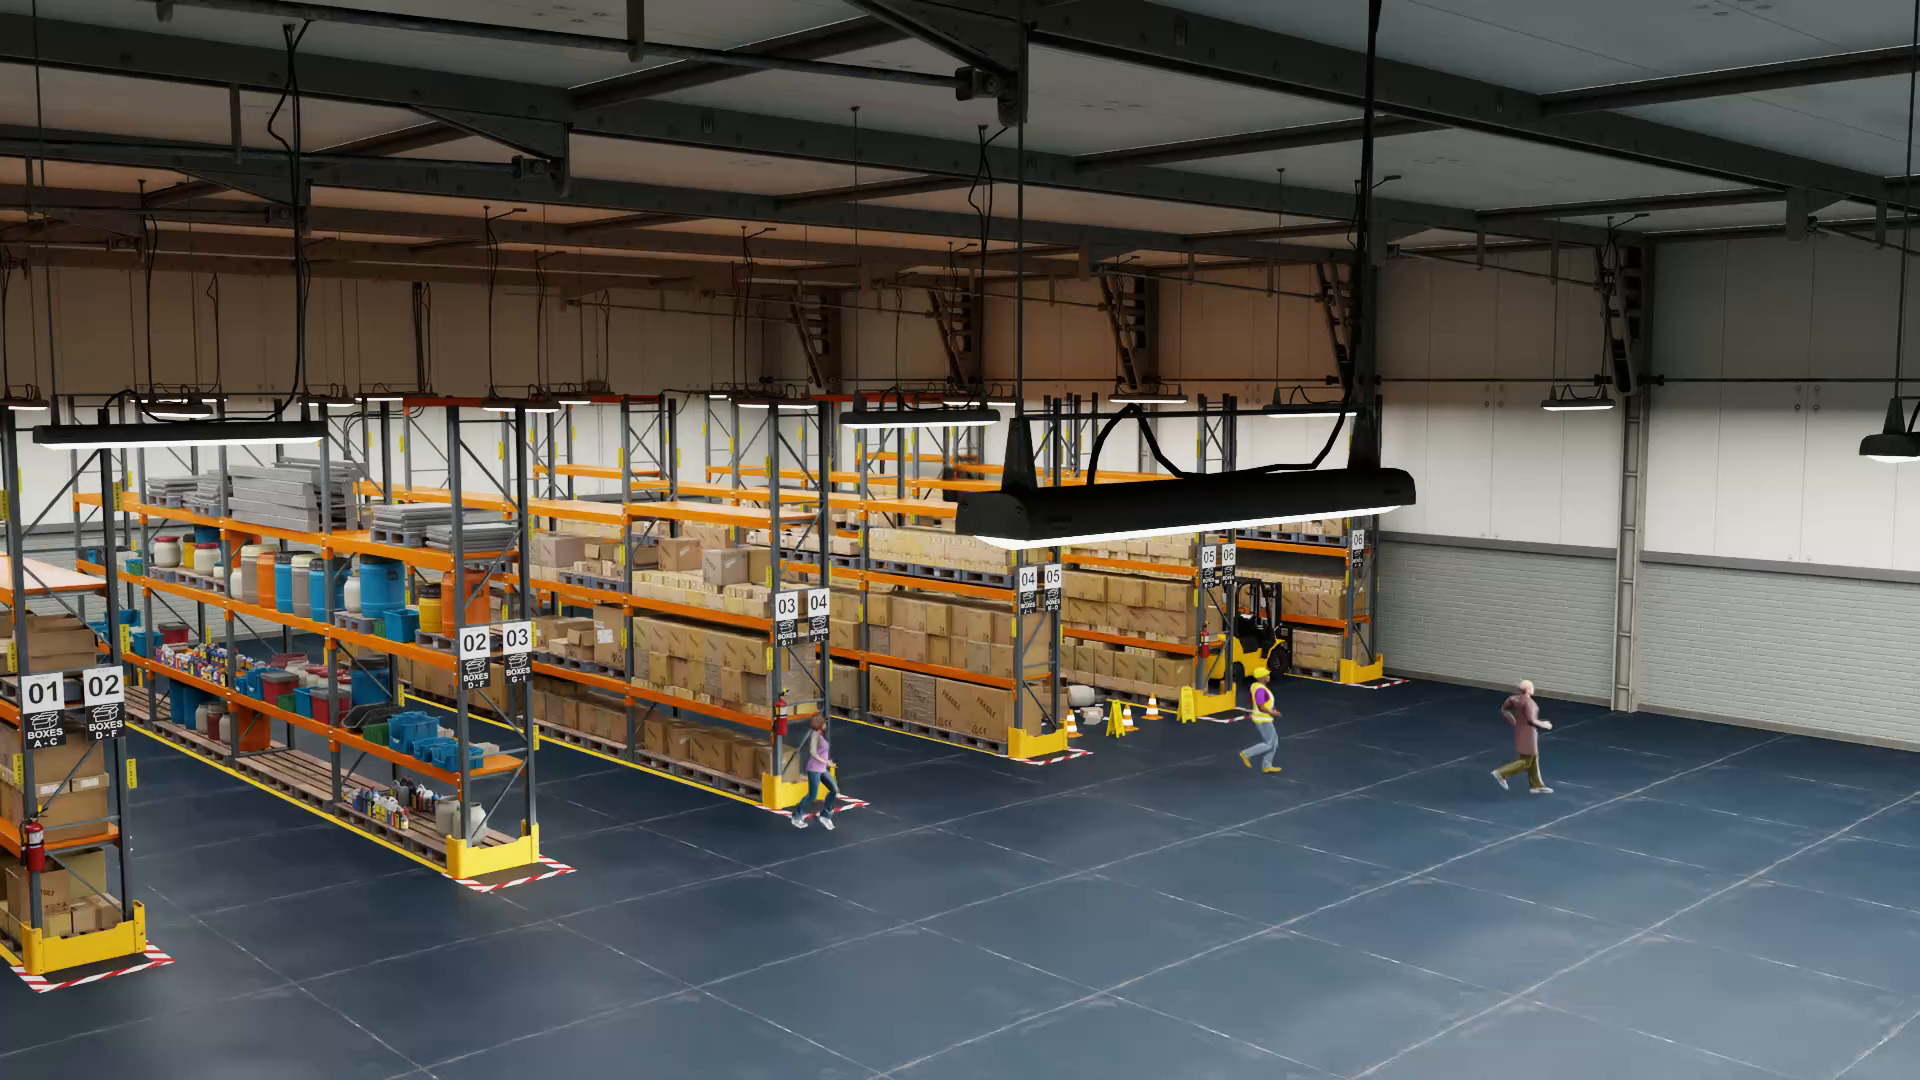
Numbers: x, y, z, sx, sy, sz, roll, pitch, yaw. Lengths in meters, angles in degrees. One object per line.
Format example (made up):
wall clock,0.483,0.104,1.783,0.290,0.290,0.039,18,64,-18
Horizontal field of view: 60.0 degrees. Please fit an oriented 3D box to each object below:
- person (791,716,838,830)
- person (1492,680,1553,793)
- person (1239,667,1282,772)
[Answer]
person,-2.034,3.281,23.515,0.629,1.601,0.605,1,6,9
person,8.571,3.007,25.292,1.018,1.767,0.709,-1,6,-6
person,4.837,2.892,26.733,0.708,1.724,0.708,0,6,-1
